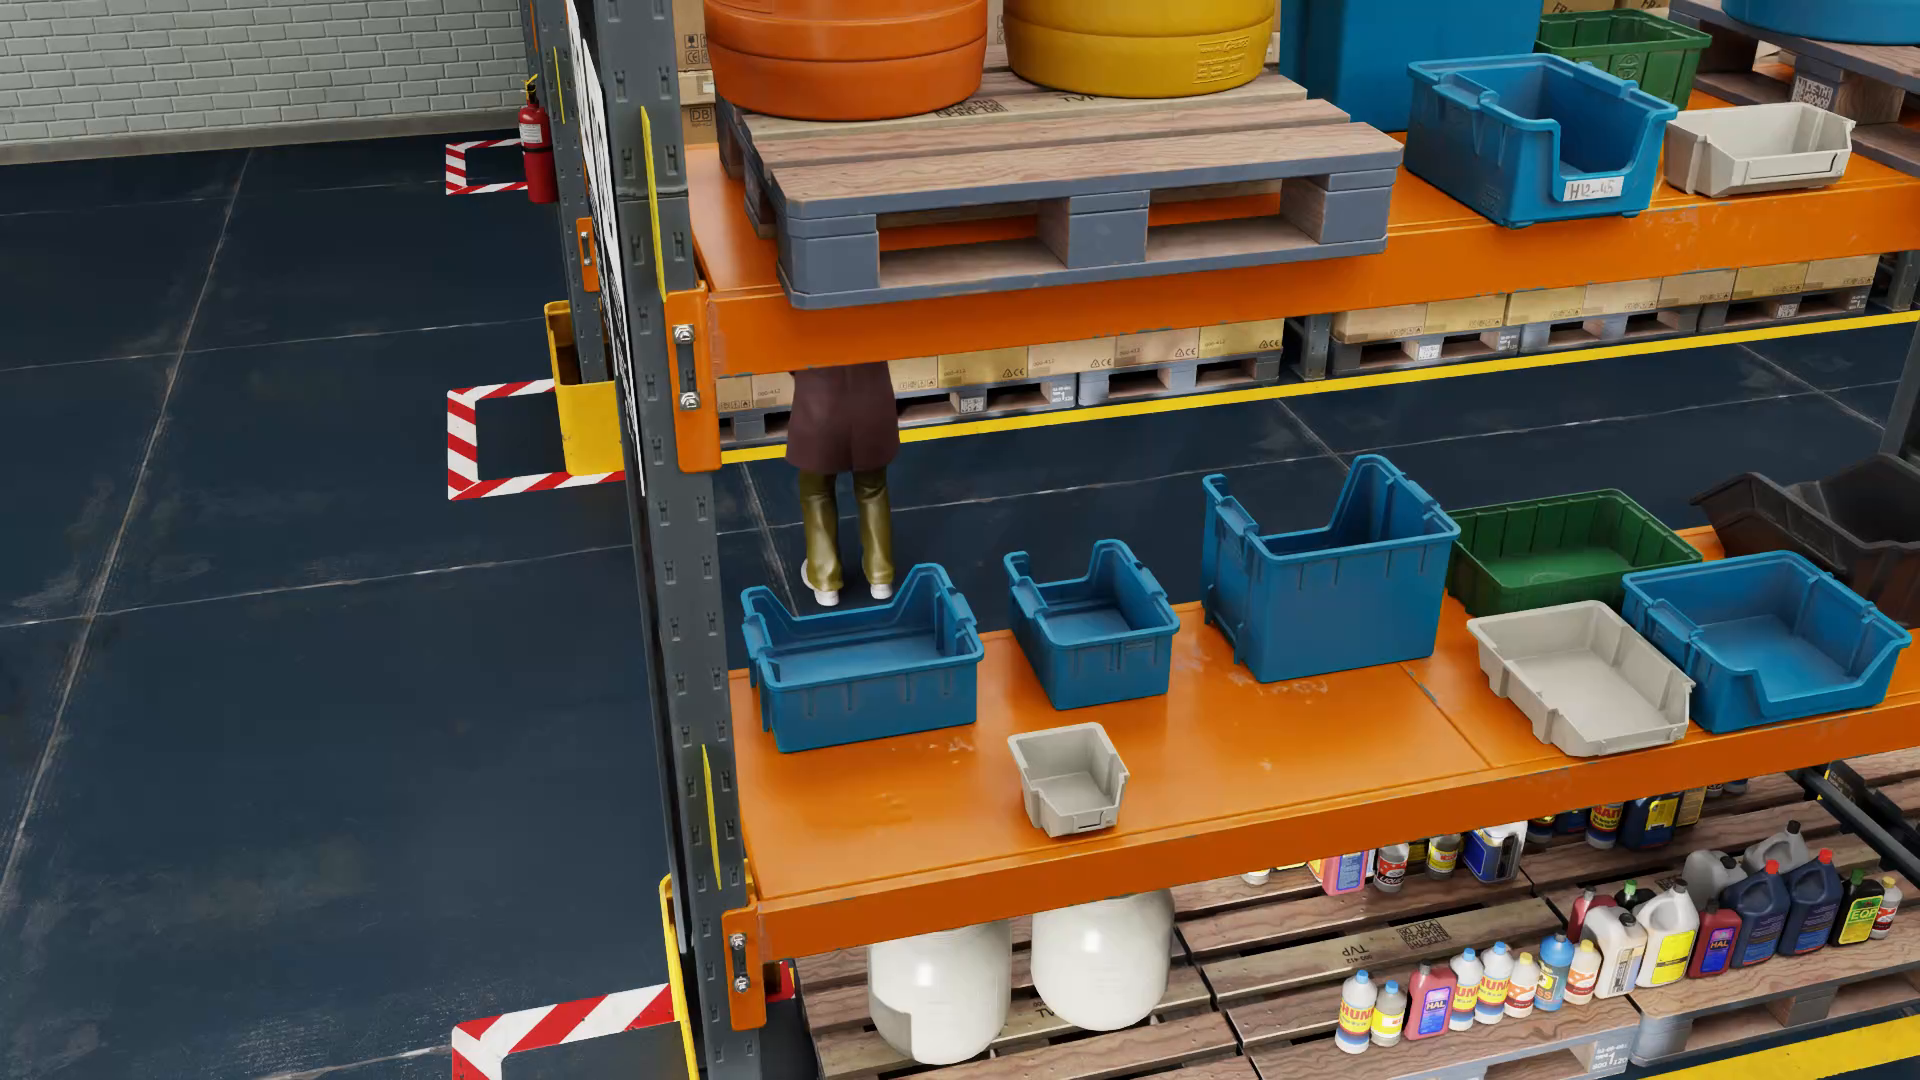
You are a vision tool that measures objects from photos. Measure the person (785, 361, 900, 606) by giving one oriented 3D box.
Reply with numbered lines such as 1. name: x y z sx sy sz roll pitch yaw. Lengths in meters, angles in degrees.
1. person: -0.531 -0.590 7.176 0.530 1.769 0.554 -8 31 -13
